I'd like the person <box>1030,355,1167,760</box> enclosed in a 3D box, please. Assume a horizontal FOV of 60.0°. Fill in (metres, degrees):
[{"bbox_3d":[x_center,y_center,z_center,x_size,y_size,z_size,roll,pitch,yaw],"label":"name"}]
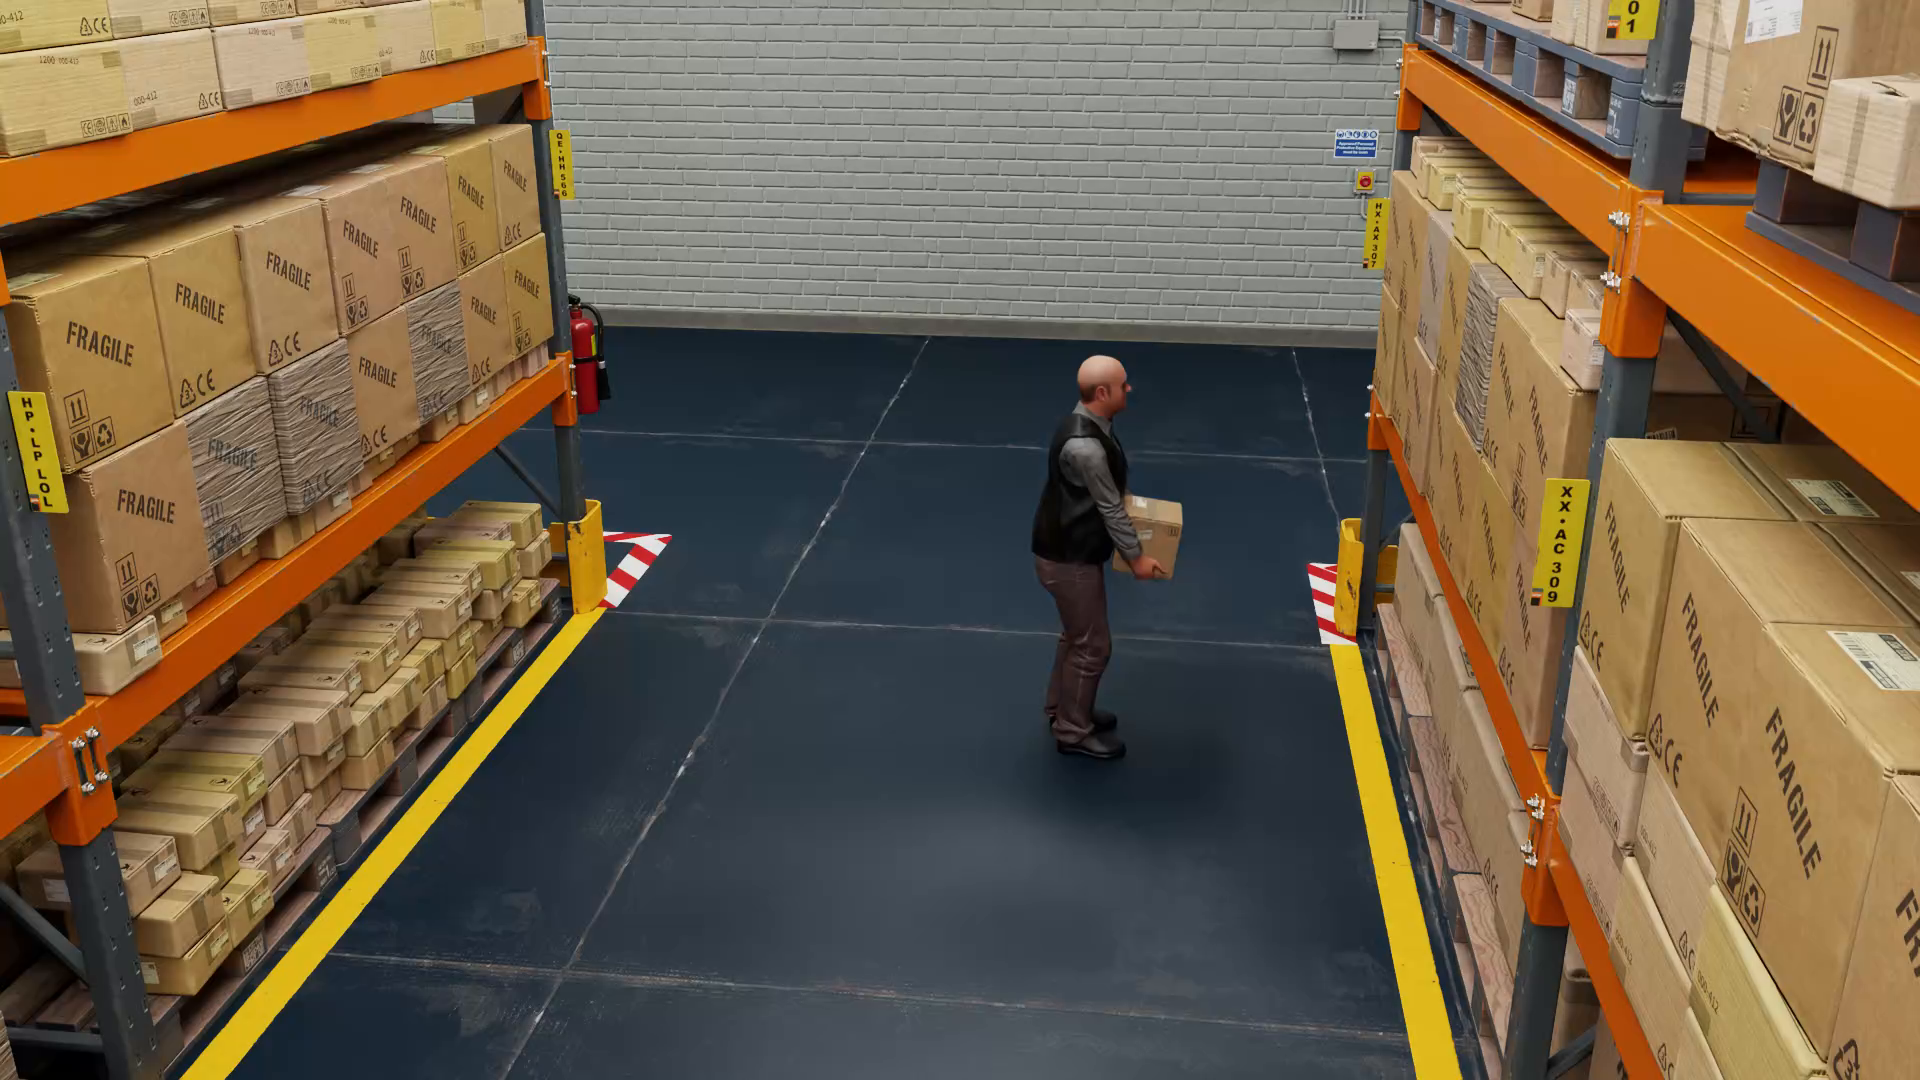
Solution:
[{"bbox_3d":[0.580,0.065,6.964,0.568,1.716,0.491,2,21,5],"label":"person"}]
